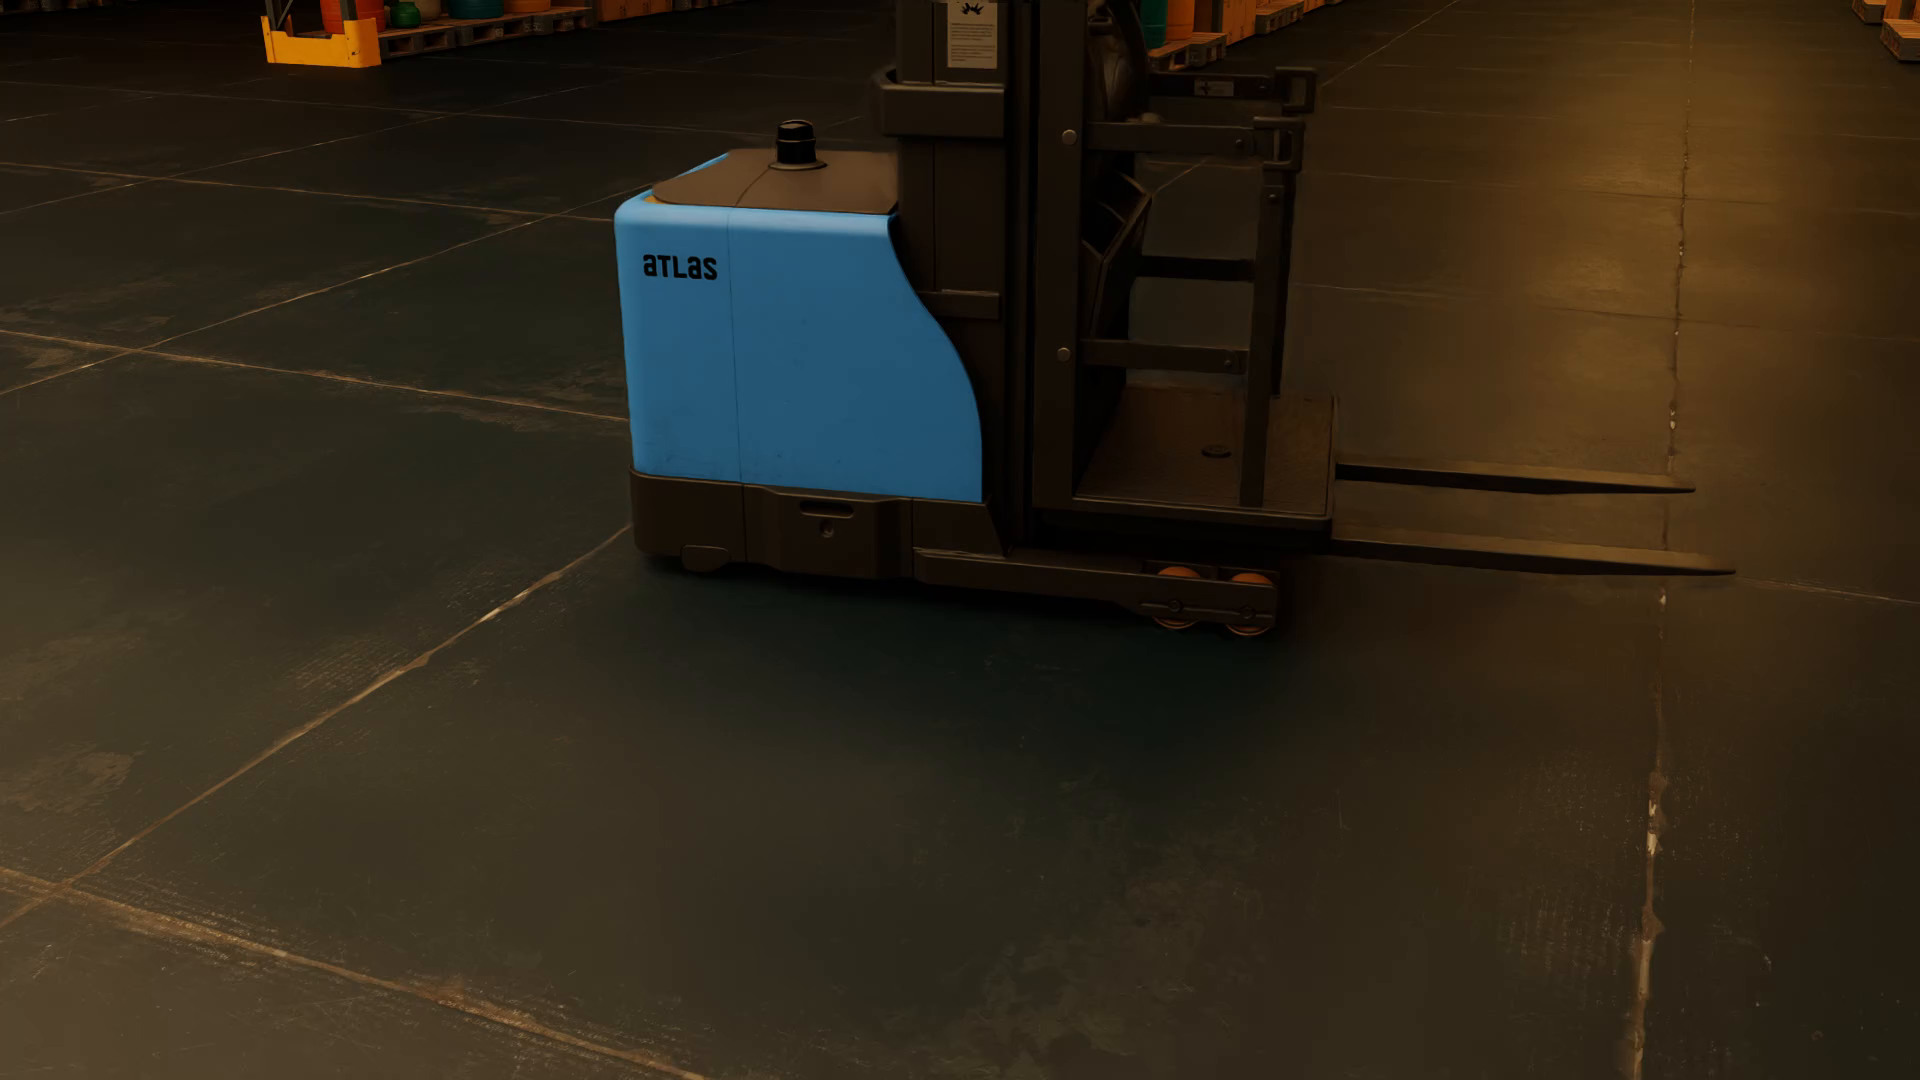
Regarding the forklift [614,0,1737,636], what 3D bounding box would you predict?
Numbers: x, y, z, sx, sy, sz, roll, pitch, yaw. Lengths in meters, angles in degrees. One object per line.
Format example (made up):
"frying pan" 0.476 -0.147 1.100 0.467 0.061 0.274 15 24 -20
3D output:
"forklift" 0.615 -1.319 4.447 3.031 2.935 1.130 5 23 12
